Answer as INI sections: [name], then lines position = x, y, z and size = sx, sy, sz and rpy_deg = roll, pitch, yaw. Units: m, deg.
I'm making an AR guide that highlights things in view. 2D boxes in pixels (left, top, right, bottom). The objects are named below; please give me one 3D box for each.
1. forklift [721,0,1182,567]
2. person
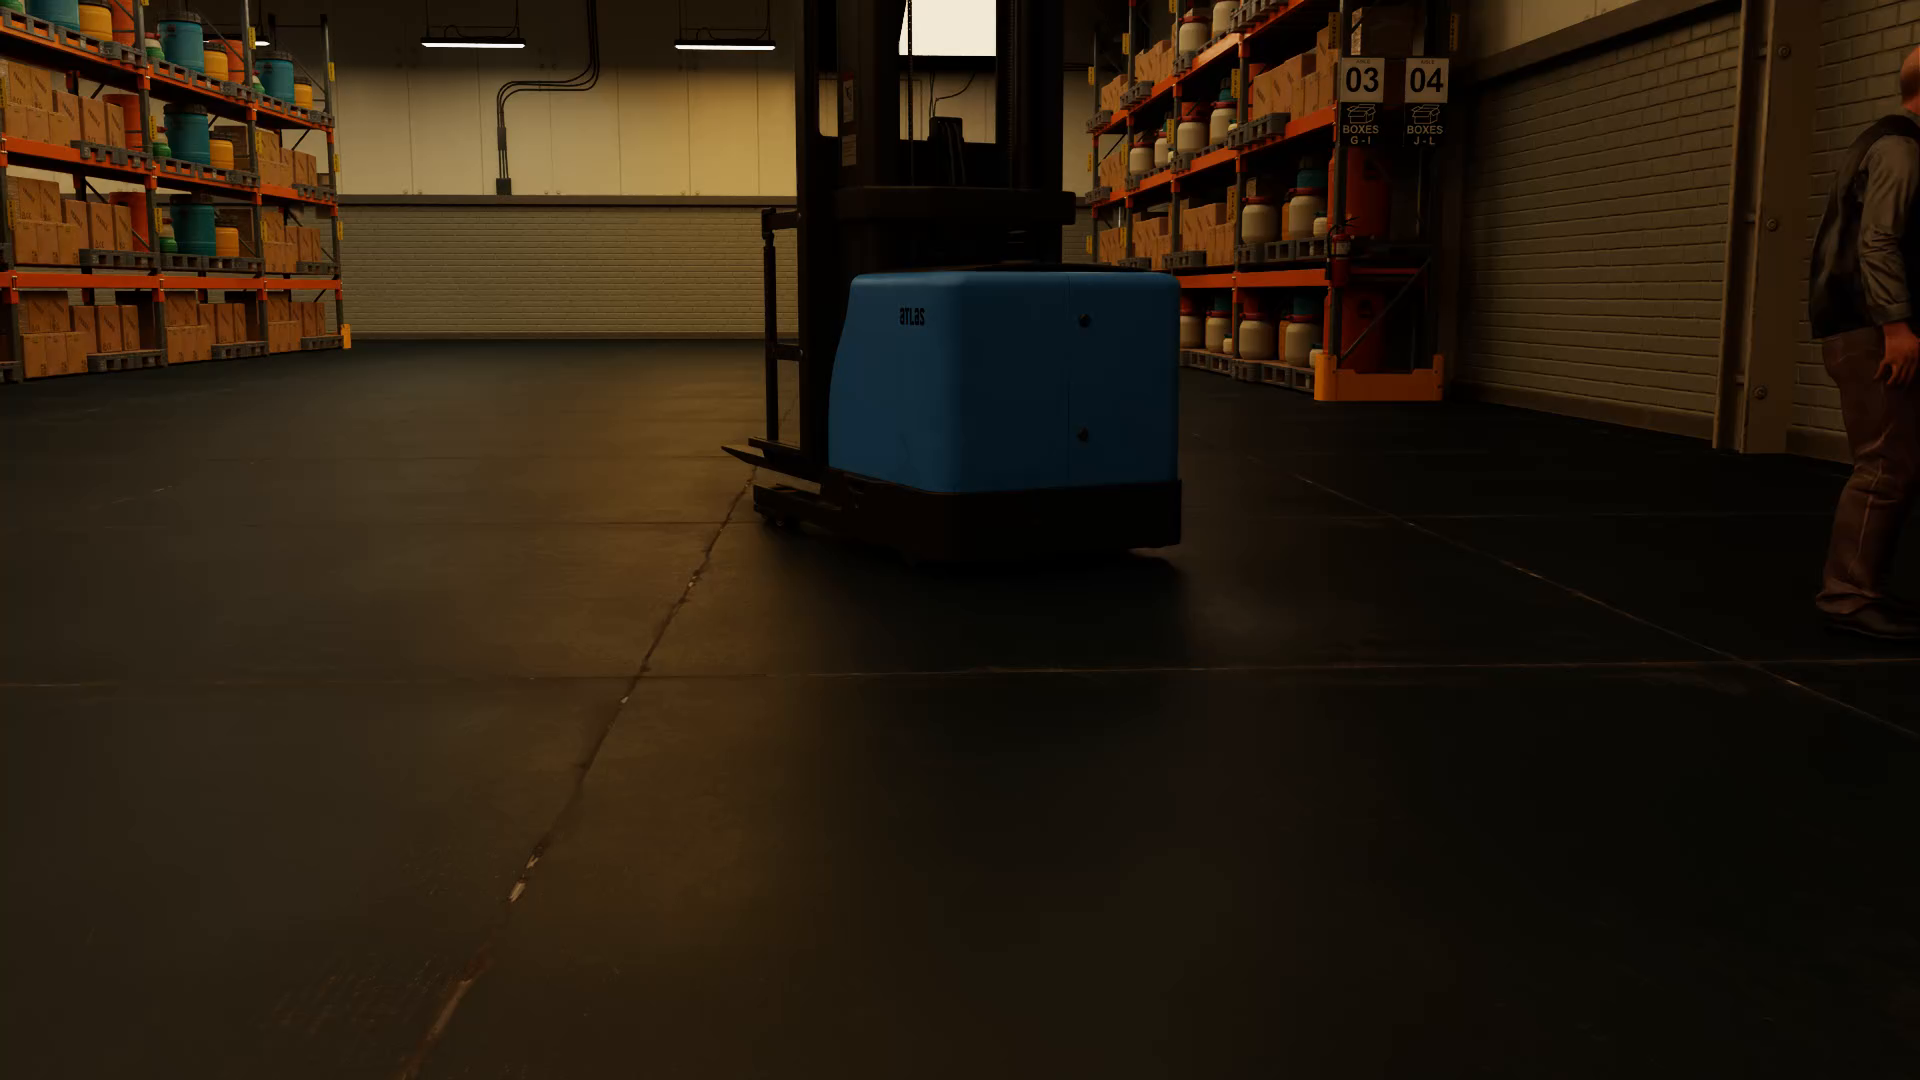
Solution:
[forklift]
position = -0.264, -1.530, 7.137
size = 1.130, 2.935, 3.031
rpy_deg = -4, 9, -25
[person]
position = 2.742, -0.593, 4.944
size = 0.413, 1.721, 0.581
rpy_deg = 6, 10, 34
